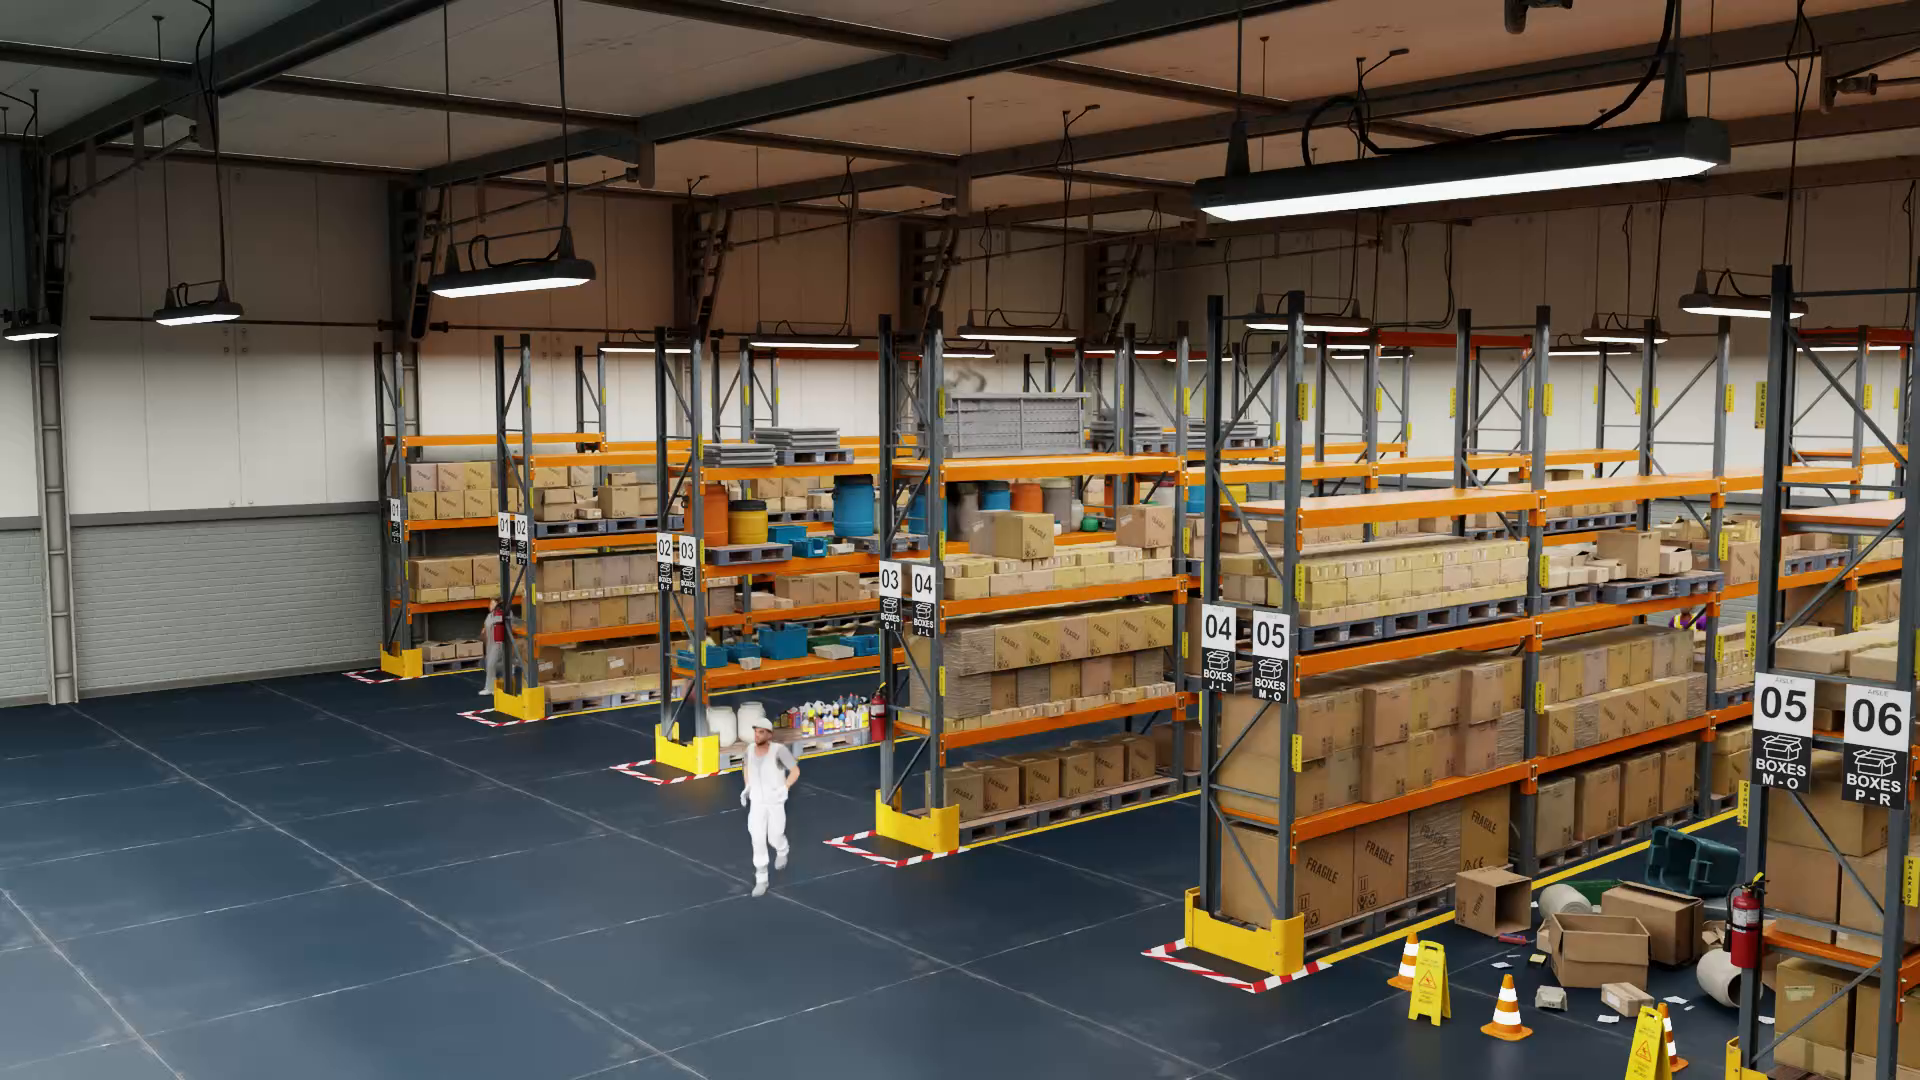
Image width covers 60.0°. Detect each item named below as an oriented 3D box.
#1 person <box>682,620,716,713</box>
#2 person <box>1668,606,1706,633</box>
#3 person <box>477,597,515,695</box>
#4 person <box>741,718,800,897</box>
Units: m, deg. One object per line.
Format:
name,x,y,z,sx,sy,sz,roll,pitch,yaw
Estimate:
person,-3.934,1.969,25.048,0.577,1.576,0.542,3,6,34
person,11.948,1.823,27.301,0.714,1.750,0.795,4,7,38
person,-7.801,1.782,28.151,0.586,1.645,0.758,4,6,35
person,-1.955,2.717,17.249,0.643,1.806,0.811,1,5,15
